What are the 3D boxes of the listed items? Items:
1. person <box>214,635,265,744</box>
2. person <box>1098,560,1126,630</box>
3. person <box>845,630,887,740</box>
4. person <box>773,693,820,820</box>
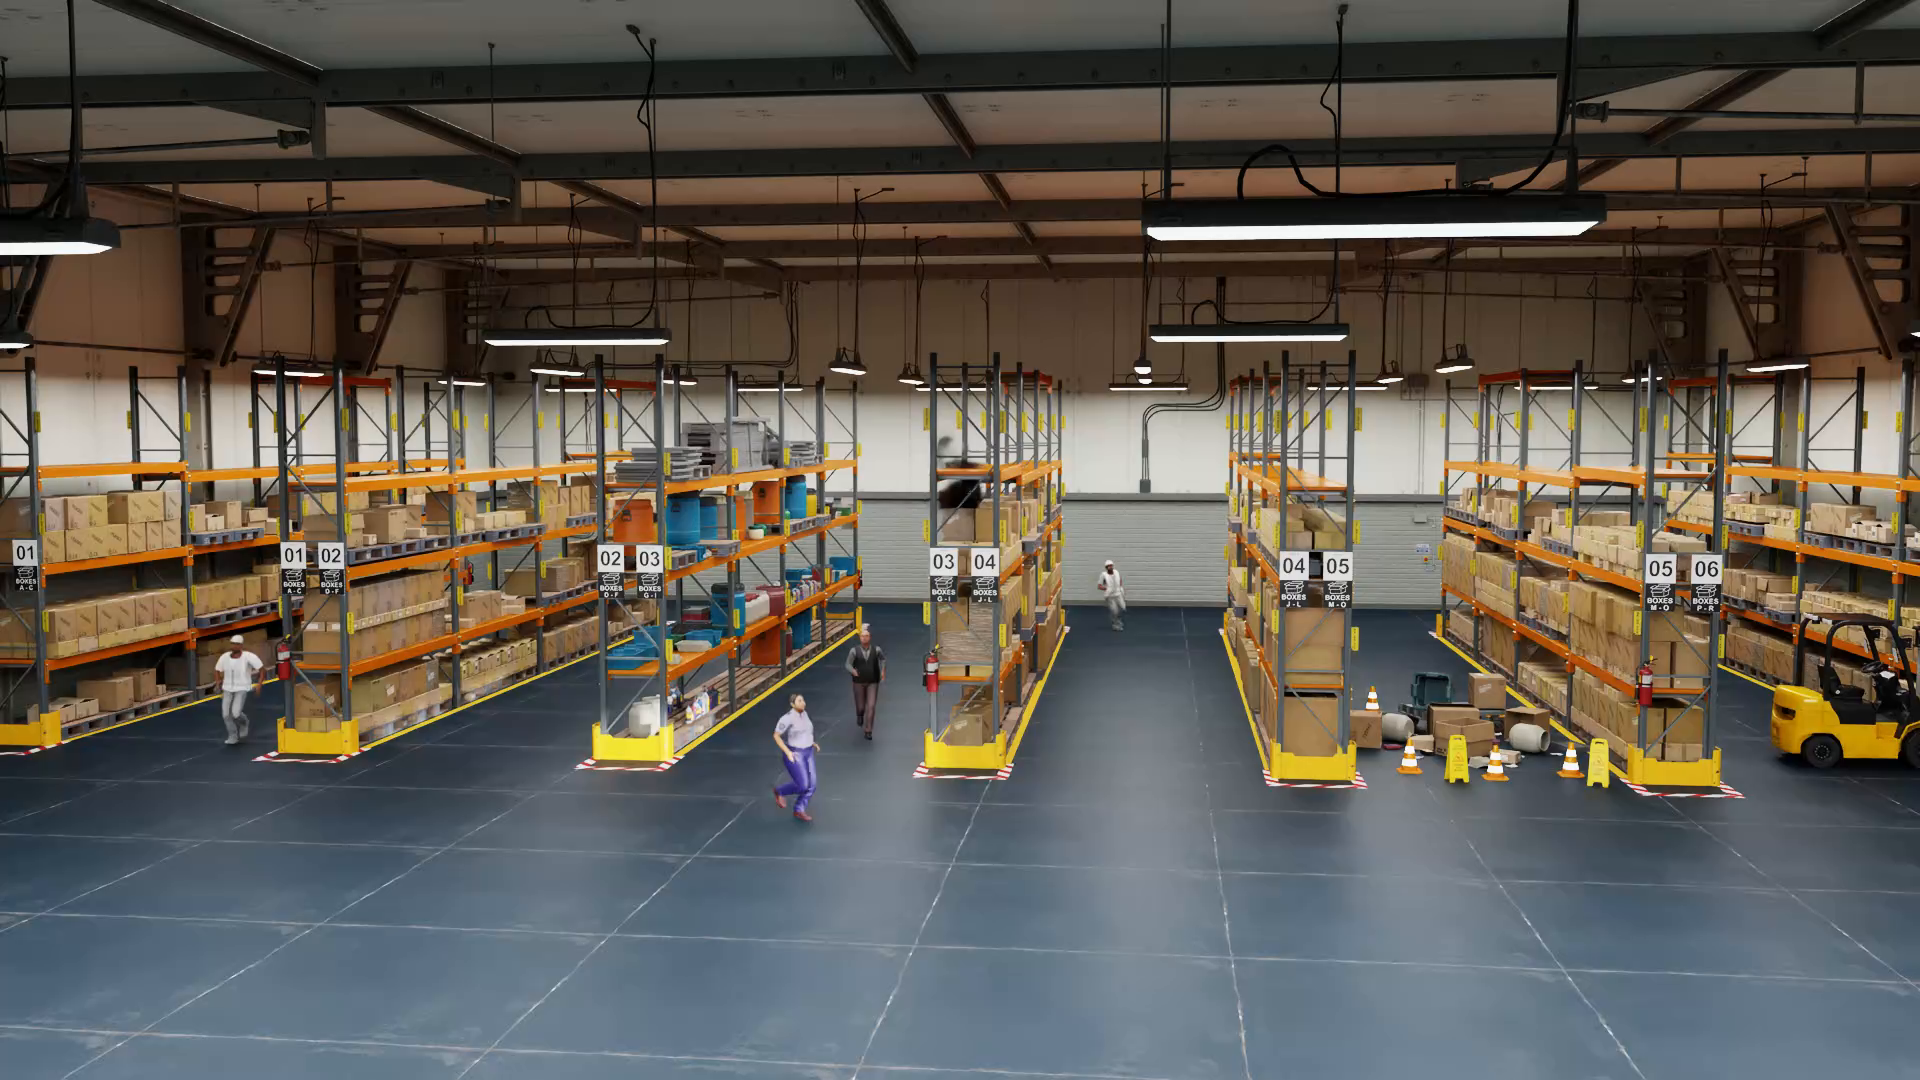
[{"bbox_3d":[-11.218,2.317,25.804,0.750,1.704,0.537,0,4,-1],"label":"person"},{"bbox_3d":[3.647,1.329,39.837,0.711,1.703,0.514,-1,4,-20],"label":"person"},{"bbox_3d":[-1.483,2.283,26.438,0.676,1.689,0.971,0,4,-5],"label":"person"},{"bbox_3d":[-2.064,2.731,21.025,0.552,1.606,0.617,3,5,35],"label":"person"}]
